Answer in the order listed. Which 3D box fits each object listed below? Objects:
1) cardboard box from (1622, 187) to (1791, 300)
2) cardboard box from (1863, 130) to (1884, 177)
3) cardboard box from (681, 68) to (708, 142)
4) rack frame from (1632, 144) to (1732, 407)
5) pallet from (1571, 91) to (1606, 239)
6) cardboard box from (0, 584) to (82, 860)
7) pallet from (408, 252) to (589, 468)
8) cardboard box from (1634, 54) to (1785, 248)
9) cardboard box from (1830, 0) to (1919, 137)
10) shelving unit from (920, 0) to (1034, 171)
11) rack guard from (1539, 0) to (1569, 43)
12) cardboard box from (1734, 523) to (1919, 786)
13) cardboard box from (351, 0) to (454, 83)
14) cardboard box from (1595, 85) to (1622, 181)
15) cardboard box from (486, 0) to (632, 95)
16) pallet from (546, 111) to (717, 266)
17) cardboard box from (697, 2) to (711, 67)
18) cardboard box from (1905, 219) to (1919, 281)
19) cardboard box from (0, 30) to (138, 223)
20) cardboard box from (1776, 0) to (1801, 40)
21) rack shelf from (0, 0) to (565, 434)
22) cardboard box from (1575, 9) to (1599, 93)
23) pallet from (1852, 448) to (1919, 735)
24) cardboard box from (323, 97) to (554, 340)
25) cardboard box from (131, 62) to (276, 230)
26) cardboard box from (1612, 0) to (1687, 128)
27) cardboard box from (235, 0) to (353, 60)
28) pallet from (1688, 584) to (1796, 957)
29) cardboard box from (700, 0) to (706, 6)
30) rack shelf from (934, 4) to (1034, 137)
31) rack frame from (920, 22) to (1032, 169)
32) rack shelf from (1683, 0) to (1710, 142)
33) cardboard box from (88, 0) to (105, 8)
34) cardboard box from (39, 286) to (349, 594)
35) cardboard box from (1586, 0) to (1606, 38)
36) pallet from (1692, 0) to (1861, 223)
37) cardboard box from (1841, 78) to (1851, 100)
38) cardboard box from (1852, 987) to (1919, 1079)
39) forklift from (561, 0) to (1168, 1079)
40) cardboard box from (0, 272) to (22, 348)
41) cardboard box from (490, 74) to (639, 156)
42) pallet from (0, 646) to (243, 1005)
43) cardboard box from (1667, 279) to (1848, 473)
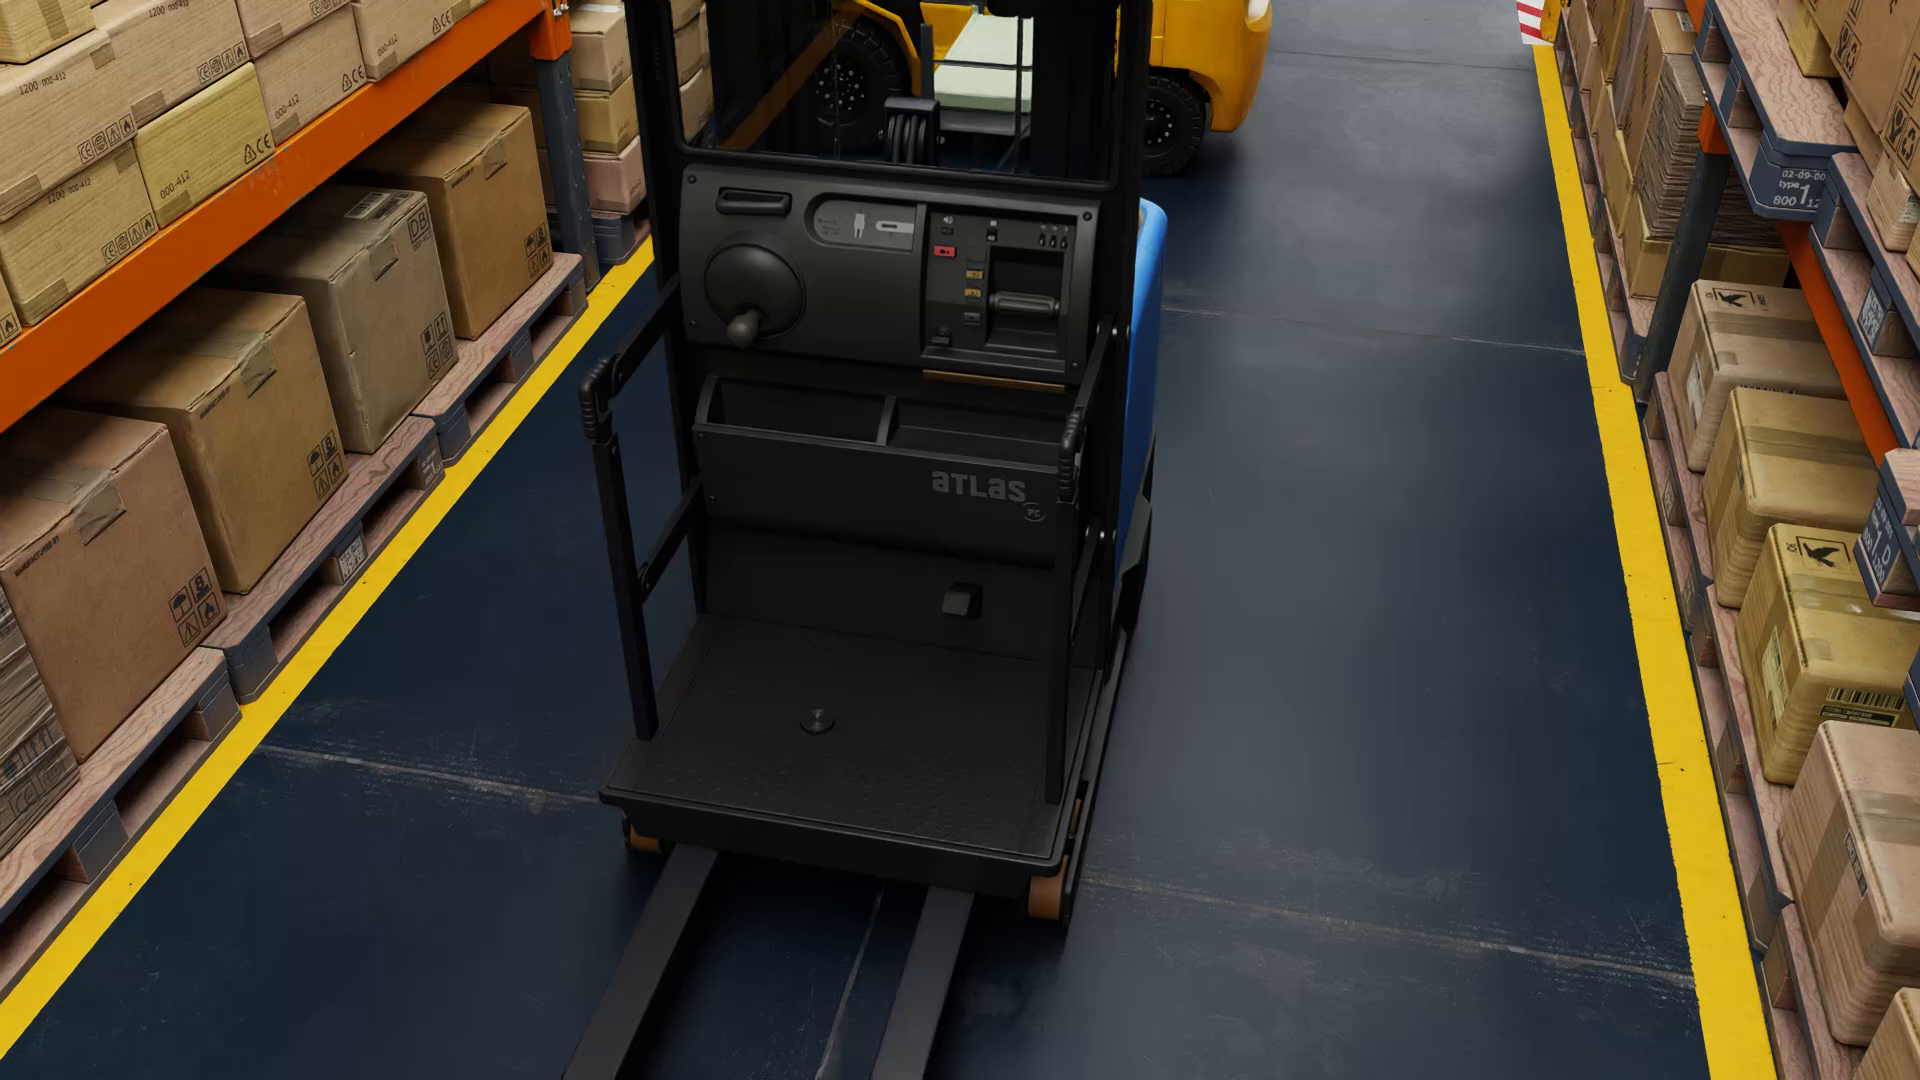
[{"bbox_3d":[2.768,-1.096,6.191,0.500,0.250,0.500,9,37,12],"label":"cardboard box"},{"bbox_3d":[2.280,-0.860,3.736,0.380,0.149,0.250,8,37,10],"label":"cardboard box"},{"bbox_3d":[-1.425,-1.872,7.262,0.500,0.250,0.500,7,36,9],"label":"cardboard box"},{"bbox_3d":[2.904,-1.666,4.993,1.000,3.000,0.127,7,37,10],"label":"rack frame"},{"bbox_3d":[3.272,-1.628,7.317,1.003,0.211,1.213,7,37,10],"label":"pallet"},{"bbox_3d":[-2.653,0.442,3.749,0.875,0.625,0.625,8,37,11],"label":"cardboard box"},{"bbox_3d":[-2.065,-0.730,6.077,1.003,0.211,1.213,7,37,10],"label":"pallet"},{"bbox_3d":[2.769,-1.399,5.971,0.500,0.500,0.500,7,36,9],"label":"cardboard box"},{"bbox_3d":[2.299,-1.196,3.647,0.500,0.500,0.500,7,37,10],"label":"cardboard box"},{"bbox_3d":[0.165,-1.041,5.408,0.431,1.500,0.755,7,37,10],"label":"shelving unit"},{"bbox_3d":[3.743,-2.904,8.831,1.175,0.500,0.348,7,37,10],"label":"rack guard"},{"bbox_3d":[2.498,0.340,4.106,0.950,0.372,0.625,8,37,12],"label":"cardboard box"},{"bbox_3d":[-1.900,-1.615,5.050,0.500,0.250,0.500,7,37,10],"label":"cardboard box"},{"bbox_3d":[2.985,-1.693,7.015,0.500,0.250,0.500,8,37,11],"label":"cardboard box"},{"bbox_3d":[-1.536,-1.986,6.567,0.500,0.250,0.500,7,36,9],"label":"cardboard box"},{"bbox_3d":[-1.735,-1.608,7.289,1.003,0.211,1.213,7,37,10],"label":"pallet"},{"bbox_3d":[-1.316,-2.360,7.509,0.500,0.250,0.500,7,37,10],"label":"cardboard box"},{"bbox_3d":[2.144,-0.557,3.319,0.380,0.149,0.250,6,36,8],"label":"cardboard box"},{"bbox_3d":[-2.229,-0.943,3.697,0.500,0.250,0.500,6,36,9],"label":"cardboard box"},{"bbox_3d":[2.478,-1.457,4.561,0.380,0.149,0.250,8,37,11],"label":"cardboard box"},{"bbox_3d":[-2.373,-0.848,4.478,1.077,0.370,4.000,7,37,10],"label":"rack shelf"},{"bbox_3d":[3.200,-2.297,7.848,0.500,0.250,0.500,9,37,12],"label":"cardboard box"},{"bbox_3d":[2.098,0.283,2.467,1.213,0.211,1.003,7,37,10],"label":"pallet"},{"bbox_3d":[-2.046,-1.194,6.008,0.875,0.625,0.625,9,37,12],"label":"cardboard box"},{"bbox_3d":[-2.138,-1.037,4.253,0.500,0.250,0.500,8,37,11],"label":"cardboard box"},{"bbox_3d":[2.983,-1.984,6.778,0.500,0.500,0.500,9,37,12],"label":"cardboard box"},{"bbox_3d":[-2.018,-1.526,4.502,0.500,0.250,0.500,8,37,11],"label":"cardboard box"},{"bbox_3d":[2.481,0.611,4.227,1.003,0.211,1.213,7,37,10],"label":"pallet"},{"bbox_3d":[-1.321,-2.564,7.366,0.500,0.250,0.500,9,37,12],"label":"cardboard box"},{"bbox_3d":[0.165,-1.357,5.179,0.431,0.370,0.720,7,37,10],"label":"rack shelf"},{"bbox_3d":[0.085,-0.831,5.119,0.400,1.500,0.023,7,37,10],"label":"rack frame"},{"bbox_3d":[3.332,-2.522,6.786,1.077,0.370,4.000,7,37,10],"label":"rack shelf"},{"bbox_3d":[-2.217,-1.345,3.911,0.380,0.149,0.250,7,37,10],"label":"cardboard box"},{"bbox_3d":[-2.378,-0.319,4.800,0.875,0.625,0.625,6,36,8],"label":"cardboard box"},{"bbox_3d":[3.204,-2.578,7.597,0.500,0.500,0.500,6,36,8],"label":"cardboard box"},{"bbox_3d":[2.599,-1.169,4.470,1.003,0.211,1.213,7,37,10],"label":"pallet"},{"bbox_3d":[2.430,-1.143,4.128,0.380,0.149,0.250,10,37,13],"label":"cardboard box"},{"bbox_3d":[2.181,1.198,2.922,0.950,0.372,0.625,5,36,7],"label":"cardboard box"},{"bbox_3d":[-0.210,-0.520,3.470,1.130,2.935,3.031,7,37,10],"label":"forklift"},{"bbox_3d":[-2.354,-0.444,3.434,0.500,0.250,0.500,7,36,9],"label":"cardboard box"},{"bbox_3d":[-1.541,-1.784,6.715,0.500,0.250,0.500,7,37,10],"label":"cardboard box"},{"bbox_3d":[-2.586,0.669,4.147,1.003,0.211,1.213,7,37,10],"label":"pallet"},{"bbox_3d":[2.795,-0.471,5.226,0.950,0.372,0.625,8,37,11],"label":"cardboard box"}]
